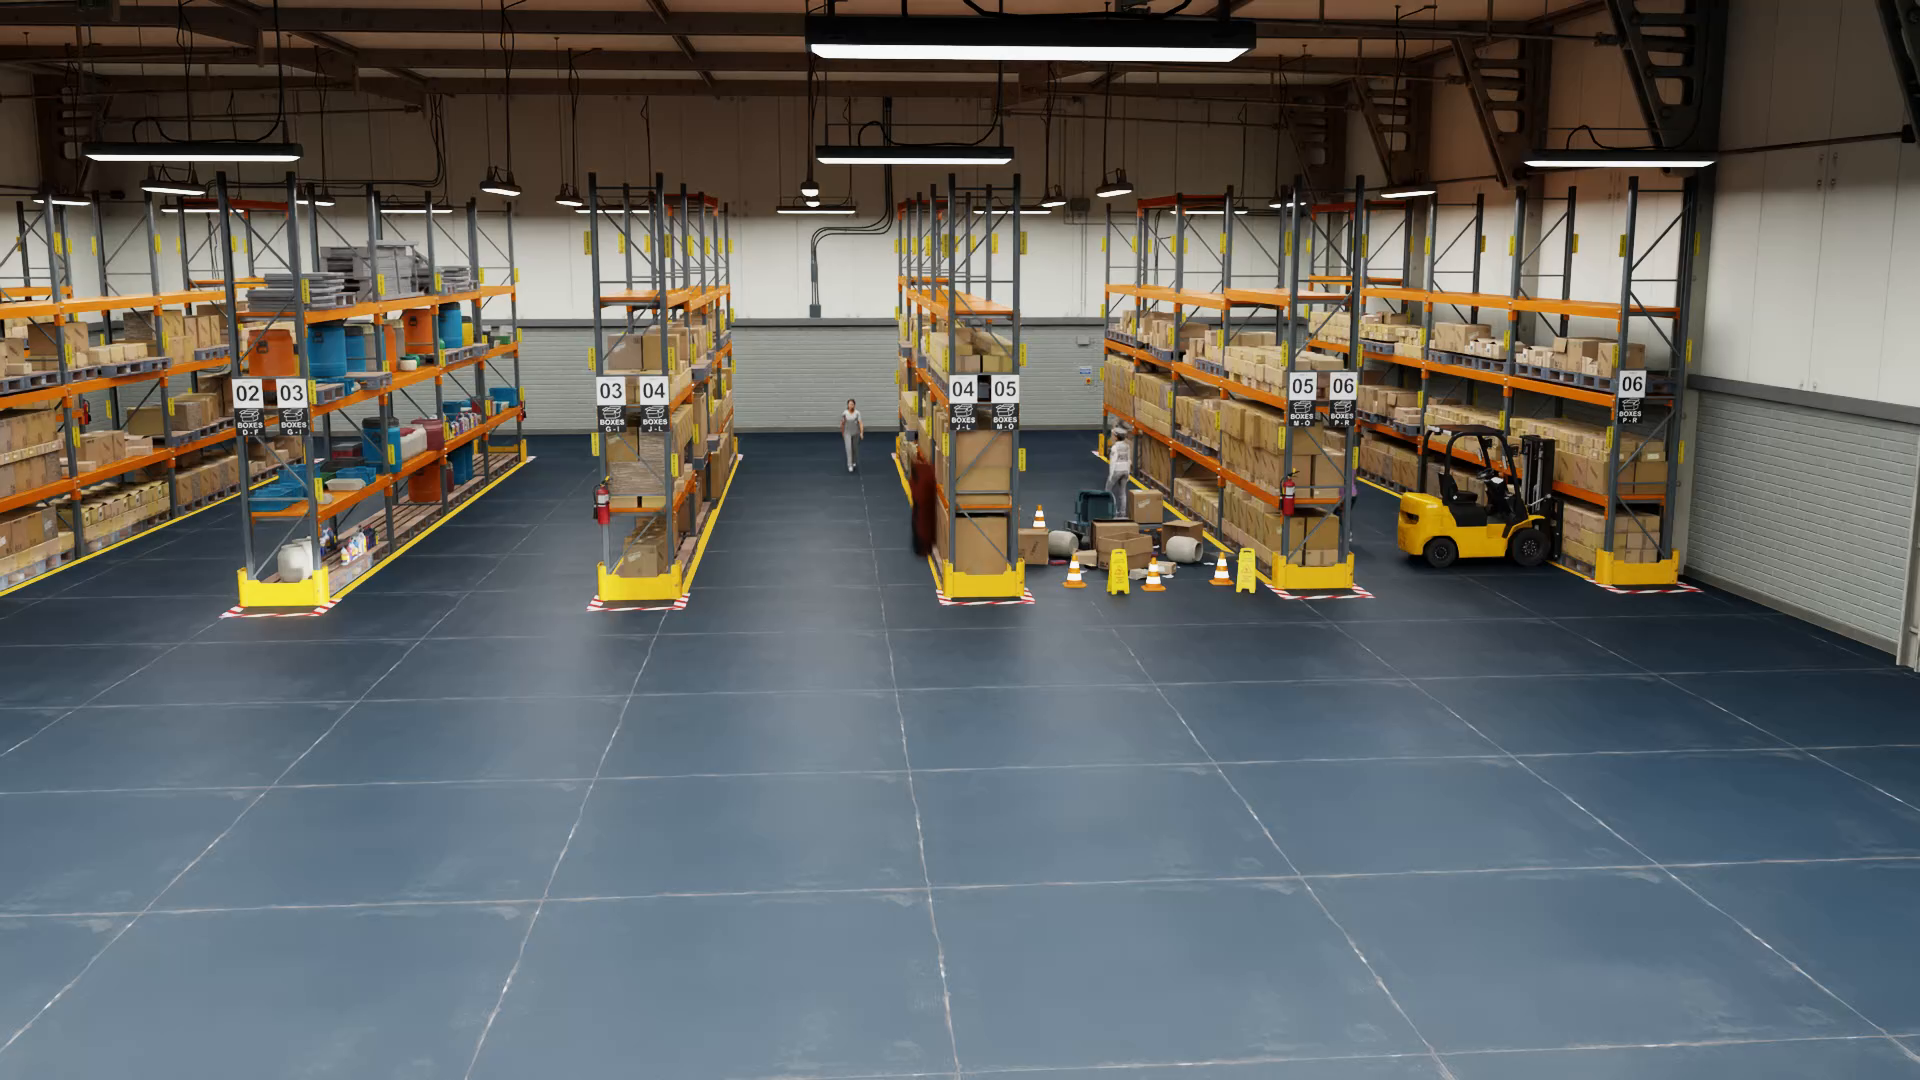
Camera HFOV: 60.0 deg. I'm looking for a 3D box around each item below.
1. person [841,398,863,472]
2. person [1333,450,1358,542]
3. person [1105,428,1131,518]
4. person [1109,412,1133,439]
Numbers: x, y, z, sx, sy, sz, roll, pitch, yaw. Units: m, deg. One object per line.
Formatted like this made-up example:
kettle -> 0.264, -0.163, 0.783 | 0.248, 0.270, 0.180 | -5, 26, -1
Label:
person -> -2.431, -2.380, 37.433 | 0.483, 1.611, 1.058 | -1, 10, -7
person -> 6.637, -0.744, 28.465 | 0.490, 1.564, 0.541 | -5, 11, -25
person -> 2.949, -1.226, 30.880 | 0.519, 1.704, 0.373 | -7, 12, -35
person -> 4.168, -3.398, 43.035 | 1.016, 1.680, 0.524 | -4, 11, -23
